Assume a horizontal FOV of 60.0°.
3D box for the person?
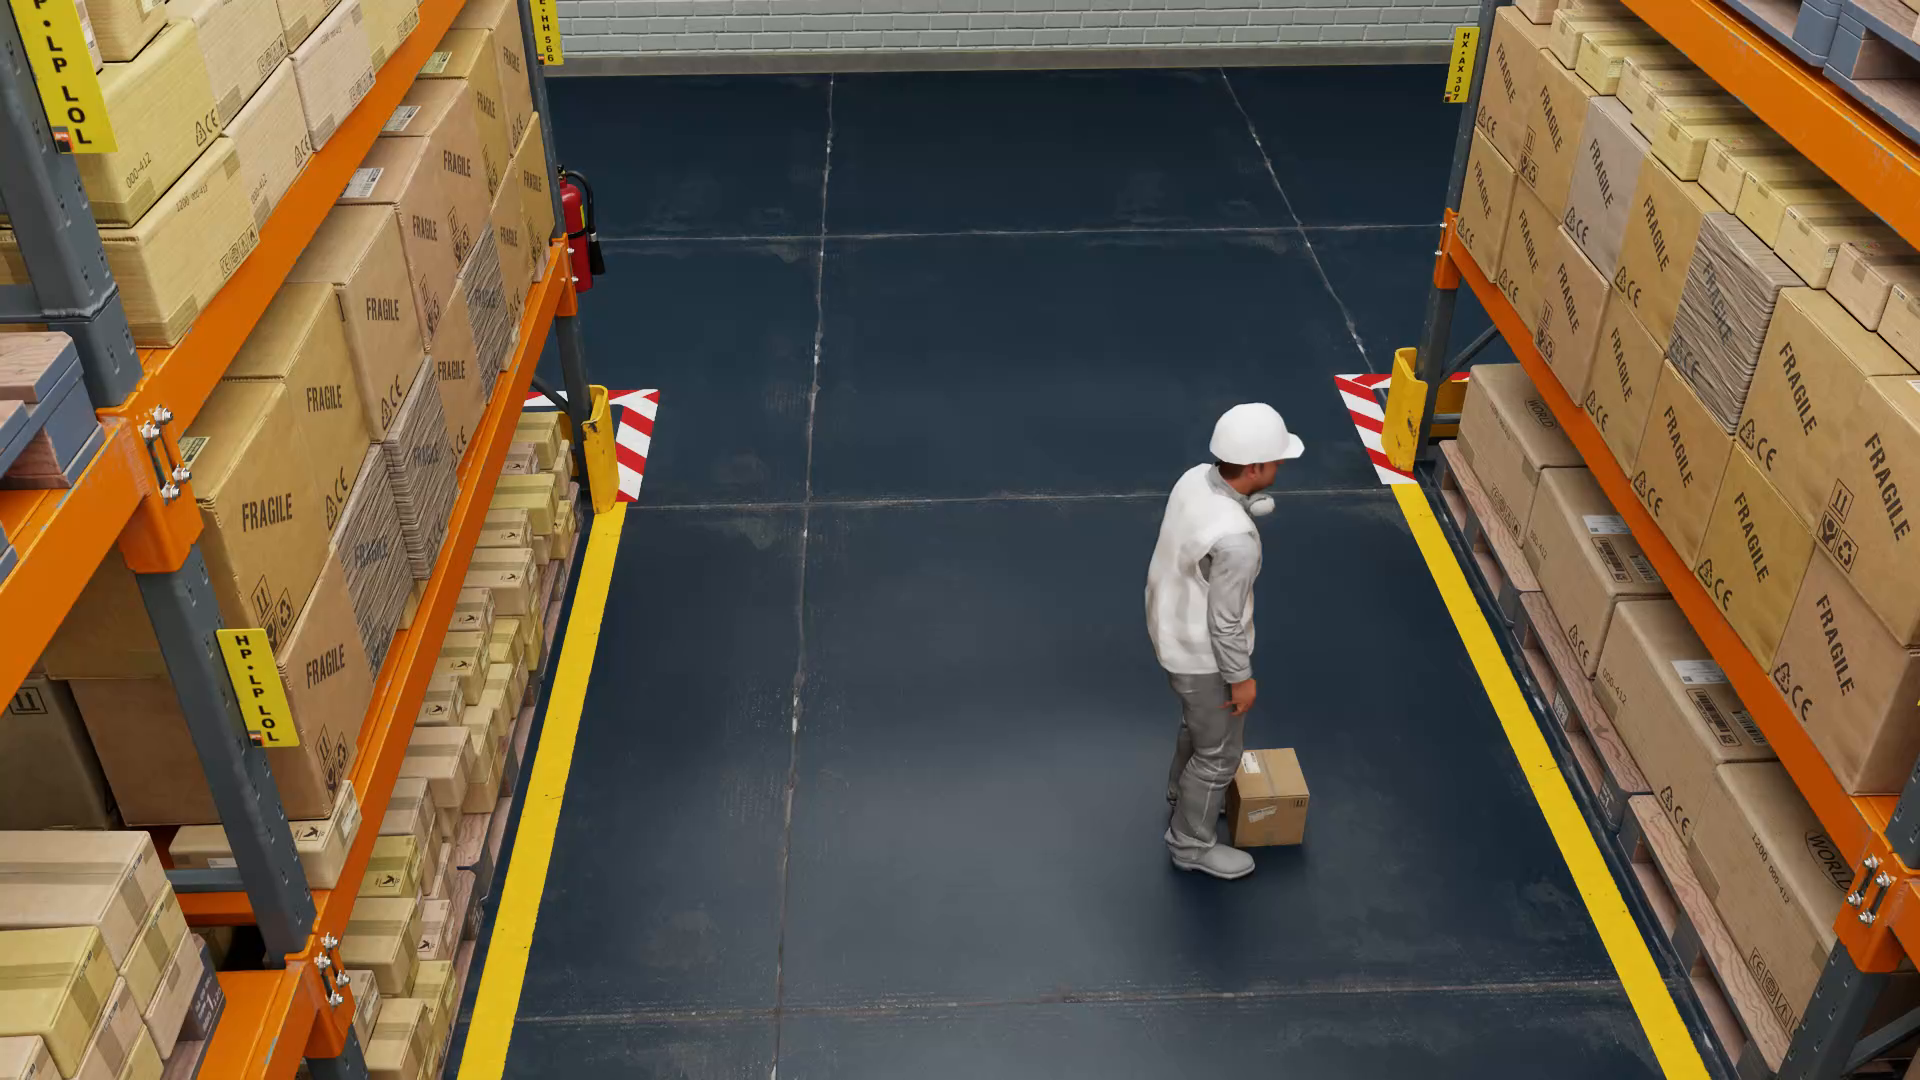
[{"bbox_3d":[0.862,0.327,5.654,0.466,1.773,0.591,-3,35,-4],"label":"person"}]
